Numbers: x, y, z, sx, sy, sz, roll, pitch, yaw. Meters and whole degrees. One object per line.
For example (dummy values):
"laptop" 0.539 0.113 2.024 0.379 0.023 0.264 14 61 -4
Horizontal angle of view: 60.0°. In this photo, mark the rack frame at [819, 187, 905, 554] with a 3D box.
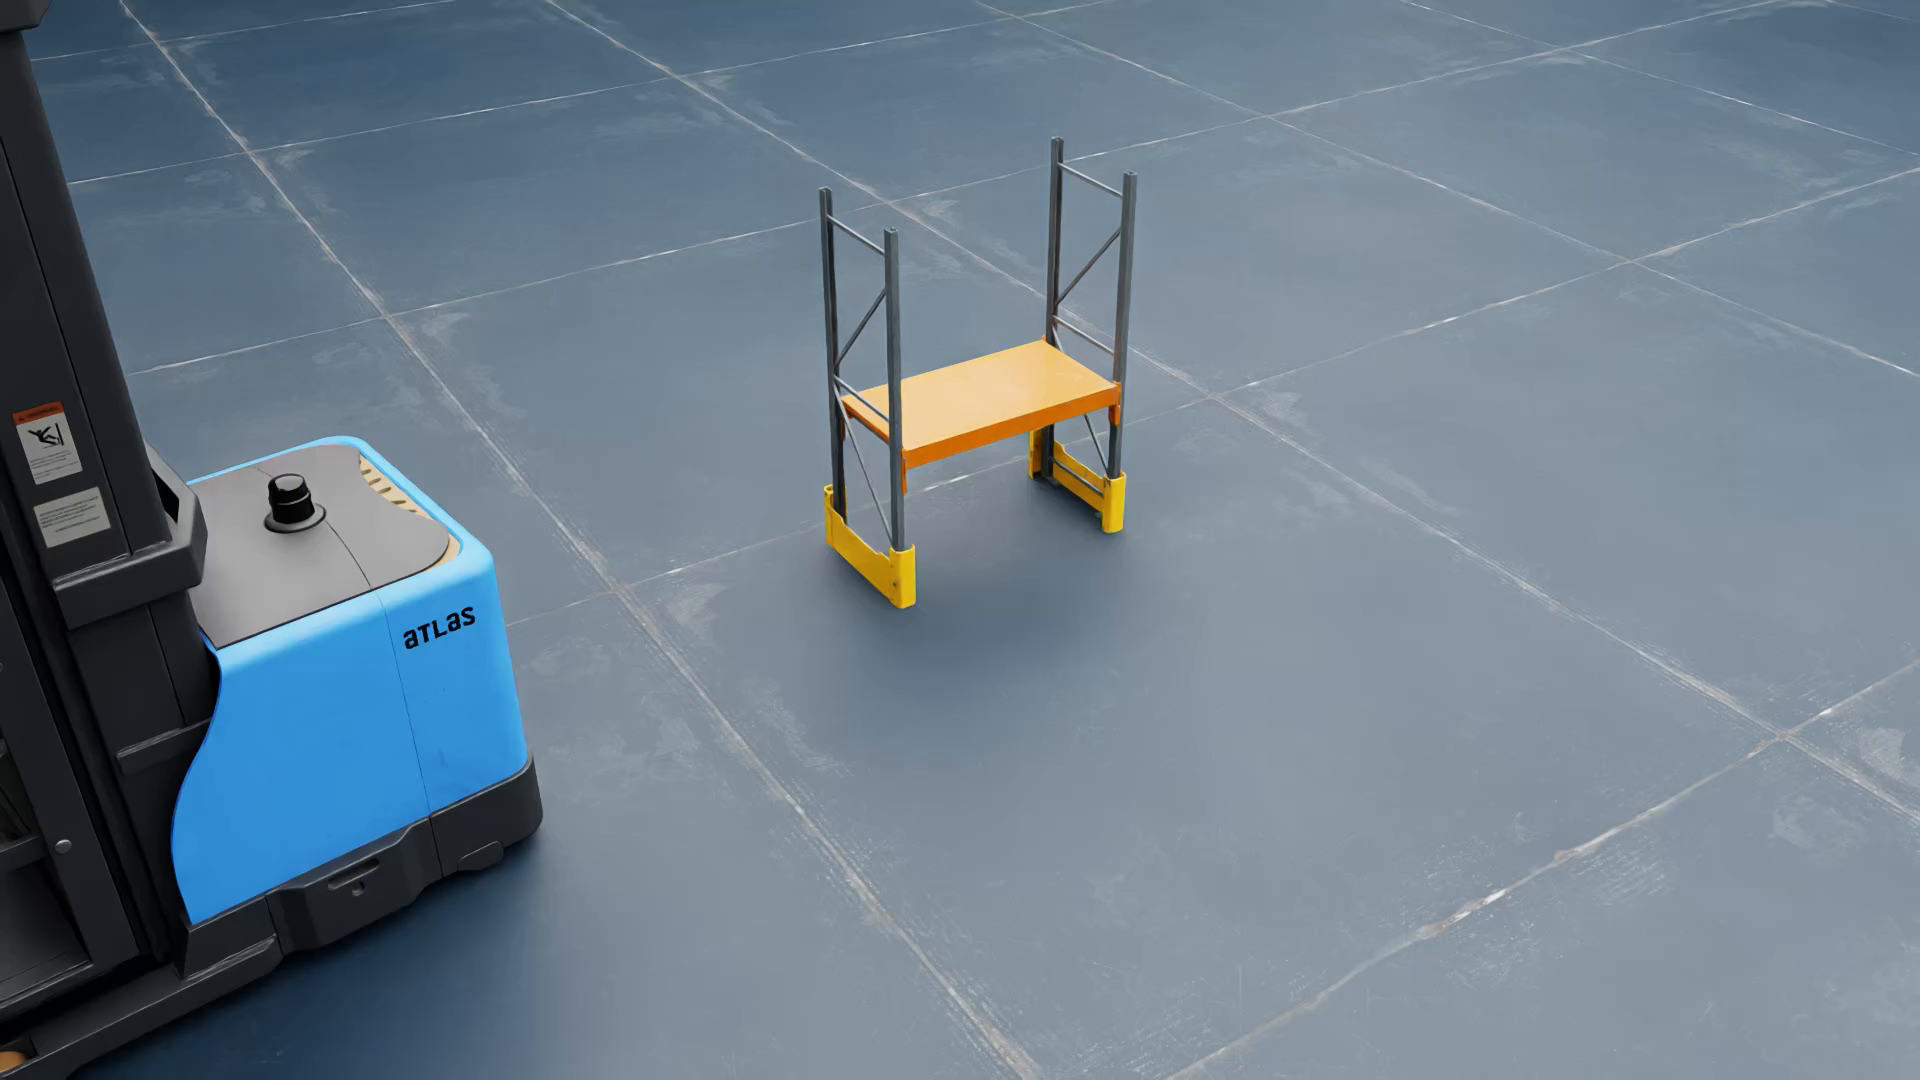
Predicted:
"rack frame" -0.356 -0.512 6.156 0.032 1.500 0.500 -19 37 -27

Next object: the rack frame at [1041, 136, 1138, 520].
"rack frame" 0.499 -0.806 6.622 0.032 1.500 0.500 -19 37 -27

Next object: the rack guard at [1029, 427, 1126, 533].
"rack guard" 0.483 -0.272 6.946 0.087 0.250 0.587 -19 37 -27

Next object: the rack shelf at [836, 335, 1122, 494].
"rack shelf" 0.072 -0.507 6.485 1.000 0.185 0.538 -19 37 -27

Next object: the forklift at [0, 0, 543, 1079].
"forklift" -2.759 0.019 3.972 3.031 2.935 1.130 -25 40 -33

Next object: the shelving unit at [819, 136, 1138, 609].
"shelving unit" 0.064 -0.656 6.385 1.083 1.500 0.587 -19 37 -27

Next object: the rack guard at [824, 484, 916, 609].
"rack guard" -0.355 0.016 6.490 0.087 0.250 0.587 -19 37 -27
